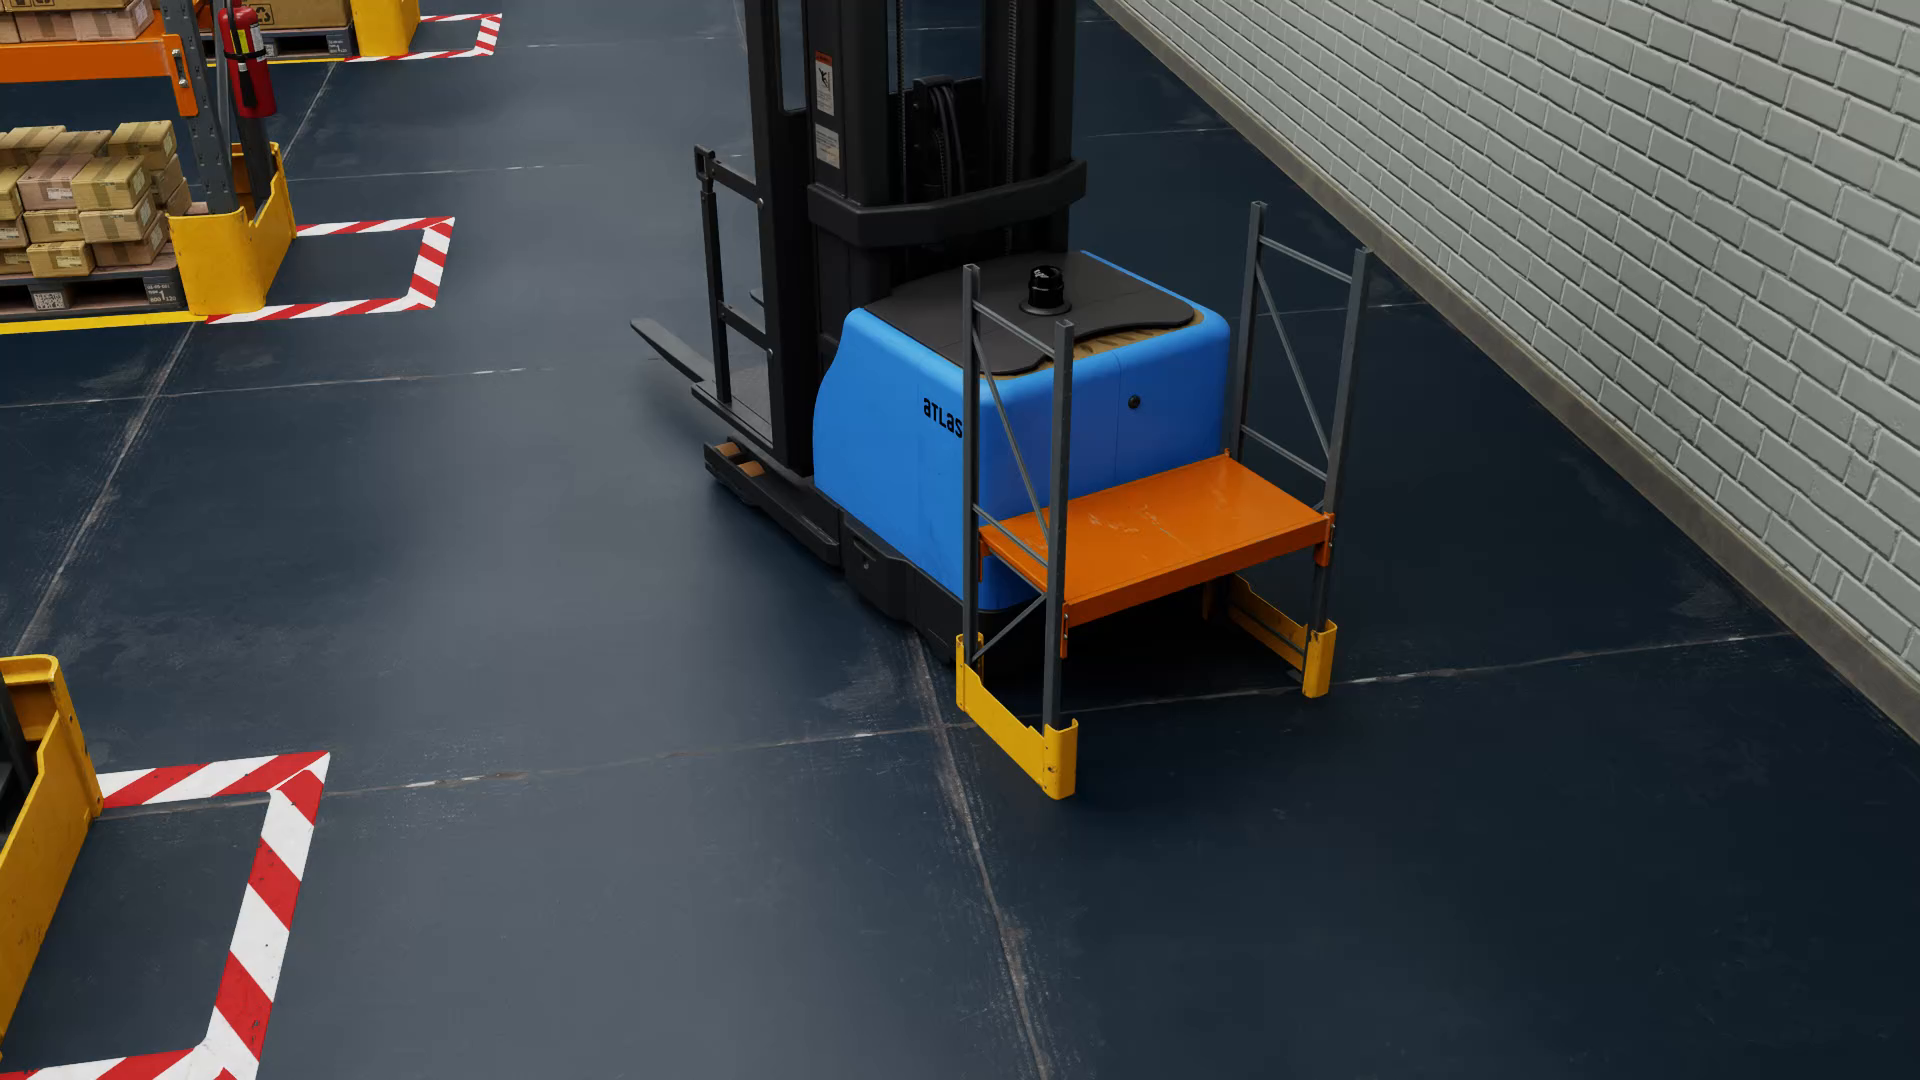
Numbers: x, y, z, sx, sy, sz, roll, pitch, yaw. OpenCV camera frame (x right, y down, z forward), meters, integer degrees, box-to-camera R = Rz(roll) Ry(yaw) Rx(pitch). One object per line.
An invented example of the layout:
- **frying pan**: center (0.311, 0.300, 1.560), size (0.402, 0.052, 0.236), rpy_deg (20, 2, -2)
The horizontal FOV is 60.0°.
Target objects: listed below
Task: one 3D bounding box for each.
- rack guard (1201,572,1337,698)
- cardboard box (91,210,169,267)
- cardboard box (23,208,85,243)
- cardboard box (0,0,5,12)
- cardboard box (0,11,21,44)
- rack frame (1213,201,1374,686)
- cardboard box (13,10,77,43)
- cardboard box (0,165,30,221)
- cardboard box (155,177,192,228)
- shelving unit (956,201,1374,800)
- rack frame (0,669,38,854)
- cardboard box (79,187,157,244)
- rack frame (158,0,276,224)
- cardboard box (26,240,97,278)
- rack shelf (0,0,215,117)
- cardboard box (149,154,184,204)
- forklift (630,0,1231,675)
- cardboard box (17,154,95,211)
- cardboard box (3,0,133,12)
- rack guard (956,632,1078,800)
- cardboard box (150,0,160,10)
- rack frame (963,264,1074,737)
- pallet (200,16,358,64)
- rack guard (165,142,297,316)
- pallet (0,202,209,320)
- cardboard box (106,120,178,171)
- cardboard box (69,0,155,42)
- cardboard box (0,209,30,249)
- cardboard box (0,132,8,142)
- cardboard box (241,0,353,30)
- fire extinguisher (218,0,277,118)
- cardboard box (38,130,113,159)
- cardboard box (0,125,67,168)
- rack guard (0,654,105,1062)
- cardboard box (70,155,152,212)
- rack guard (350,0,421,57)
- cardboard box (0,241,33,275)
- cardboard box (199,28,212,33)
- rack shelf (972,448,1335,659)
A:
- **rack guard**: center (1.021, 0.270, 5.544), size (0.087, 0.250, 0.587), rpy_deg (-17, 34, -26)
- **cardboard box**: center (-4.103, -1.493, 8.227), size (0.250, 0.149, 0.380), rpy_deg (-5, 31, -8)
- **cardboard box**: center (-4.358, -1.585, 8.092), size (0.250, 0.149, 0.380), rpy_deg (-6, 31, -10)
- **cardboard box**: center (-4.526, -2.650, 7.405), size (0.500, 0.500, 0.500), rpy_deg (-6, 31, -10)
- **cardboard box**: center (-4.388, -2.379, 7.585), size (0.250, 0.149, 0.380), rpy_deg (-6, 31, -9)
- **rack frame**: center (1.022, -0.269, 5.228), size (0.032, 1.500, 0.500), rpy_deg (-17, 34, -26)
- **cardboard box**: center (-4.144, -2.410, 7.636), size (0.250, 0.149, 0.380), rpy_deg (-5, 31, -9)
- **cardboard box**: center (-4.587, -1.645, 7.900), size (0.250, 0.149, 0.380), rpy_deg (-6, 31, -10)
- **cardboard box**: center (-4.196, -1.756, 8.676), size (0.250, 0.149, 0.380), rpy_deg (-5, 31, -8)
- **shelving unit**: center (0.593, -0.139, 5.007), size (1.083, 1.500, 0.587), rpy_deg (-17, 34, -26)
- **rack frame**: center (-2.632, -0.234, 3.688), size (0.127, 3.000, 1.000), rpy_deg (-5, 31, -9)
- **cardboard box**: center (-4.091, -1.582, 8.087), size (0.250, 0.149, 0.380), rpy_deg (-6, 31, -10)
- **rack frame**: center (-3.623, -2.693, 7.870), size (0.127, 3.000, 1.000), rpy_deg (-5, 31, -9)
- **cardboard box**: center (-4.338, -1.419, 8.102), size (0.250, 0.149, 0.380), rpy_deg (-4, 31, -7)
- **rack shelf**: center (-5.590, -2.200, 7.742), size (4.000, 0.370, 1.077), rpy_deg (-5, 31, -9)
- **cardboard box**: center (-4.185, -1.853, 8.547), size (0.250, 0.149, 0.380), rpy_deg (-4, 31, -7)
- **forklift**: center (-0.357, -1.527, 5.955), size (1.130, 2.935, 3.031), rpy_deg (-19, 36, -29)
- **cardboard box**: center (-4.356, -1.732, 8.048), size (0.250, 0.149, 0.380), rpy_deg (-5, 31, -8)
- **cardboard box**: center (-4.019, -2.695, 7.481), size (0.500, 0.500, 0.500), rpy_deg (-5, 31, -8)
- **rack guard**: center (0.166, 0.529, 5.103), size (0.087, 0.250, 0.587), rpy_deg (-17, 34, -26)
- **cardboard box**: center (-4.001, -2.718, 8.161), size (0.250, 0.149, 0.380), rpy_deg (-6, 31, -9)
- **rack frame**: center (0.150, -0.004, 4.778), size (0.032, 1.500, 0.500), rpy_deg (-17, 34, -26)
- **pallet**: center (-5.189, -3.861, 12.607), size (1.213, 0.211, 1.003), rpy_deg (-5, 31, -9)
- **rack guard**: center (-3.698, -1.608, 8.492), size (0.348, 0.500, 1.175), rpy_deg (-5, 31, -9)
- **pallet**: center (-4.503, -1.427, 8.469), size (1.213, 0.211, 1.003), rpy_deg (-5, 31, -9)
- **cardboard box**: center (-4.200, -2.023, 8.542), size (0.250, 0.149, 0.380), rpy_deg (-7, 31, -11)
- **cardboard box**: center (-3.893, -2.414, 7.643), size (0.250, 0.149, 0.380), rpy_deg (-5, 31, -9)
- **cardboard box**: center (-4.602, -1.534, 8.004), size (0.250, 0.149, 0.380), rpy_deg (-7, 31, -11)
- **cardboard box**: center (-4.949, -1.914, 8.358), size (0.250, 0.149, 0.380), rpy_deg (-7, 31, -11)
- **cardboard box**: center (-5.032, -4.342, 12.356), size (0.875, 0.875, 0.875), rpy_deg (-5, 31, -9)
- **fire extinguisher**: center (-3.292, -2.291, 7.632), size (0.183, 0.674, 0.296), rpy_deg (-5, 31, -9)
- **cardboard box**: center (-4.449, -1.937, 8.397), size (0.250, 0.149, 0.380), rpy_deg (-5, 31, -8)
- **cardboard box**: center (-4.720, -1.978, 8.467), size (0.250, 0.149, 0.380), rpy_deg (-5, 31, -9)
- **rack guard**: center (-2.608, 0.842, 4.326), size (0.348, 0.500, 1.175), rpy_deg (-5, 31, -9)
- **cardboard box**: center (-4.098, -1.726, 8.038), size (0.250, 0.149, 0.380), rpy_deg (-5, 31, -8)
- **rack guard**: center (-4.393, -4.099, 12.728), size (0.348, 0.500, 1.175), rpy_deg (-5, 31, -9)
- **cardboard box**: center (-4.613, -1.437, 8.134), size (0.250, 0.149, 0.380), rpy_deg (-5, 31, -9)
- **cardboard box**: center (-5.927, -4.258, 12.215), size (0.875, 0.875, 0.875), rpy_deg (-5, 31, -9)
- **rack shelf**: center (0.586, 0.018, 5.094), size (1.000, 0.185, 0.538), rpy_deg (-17, 34, -26)
